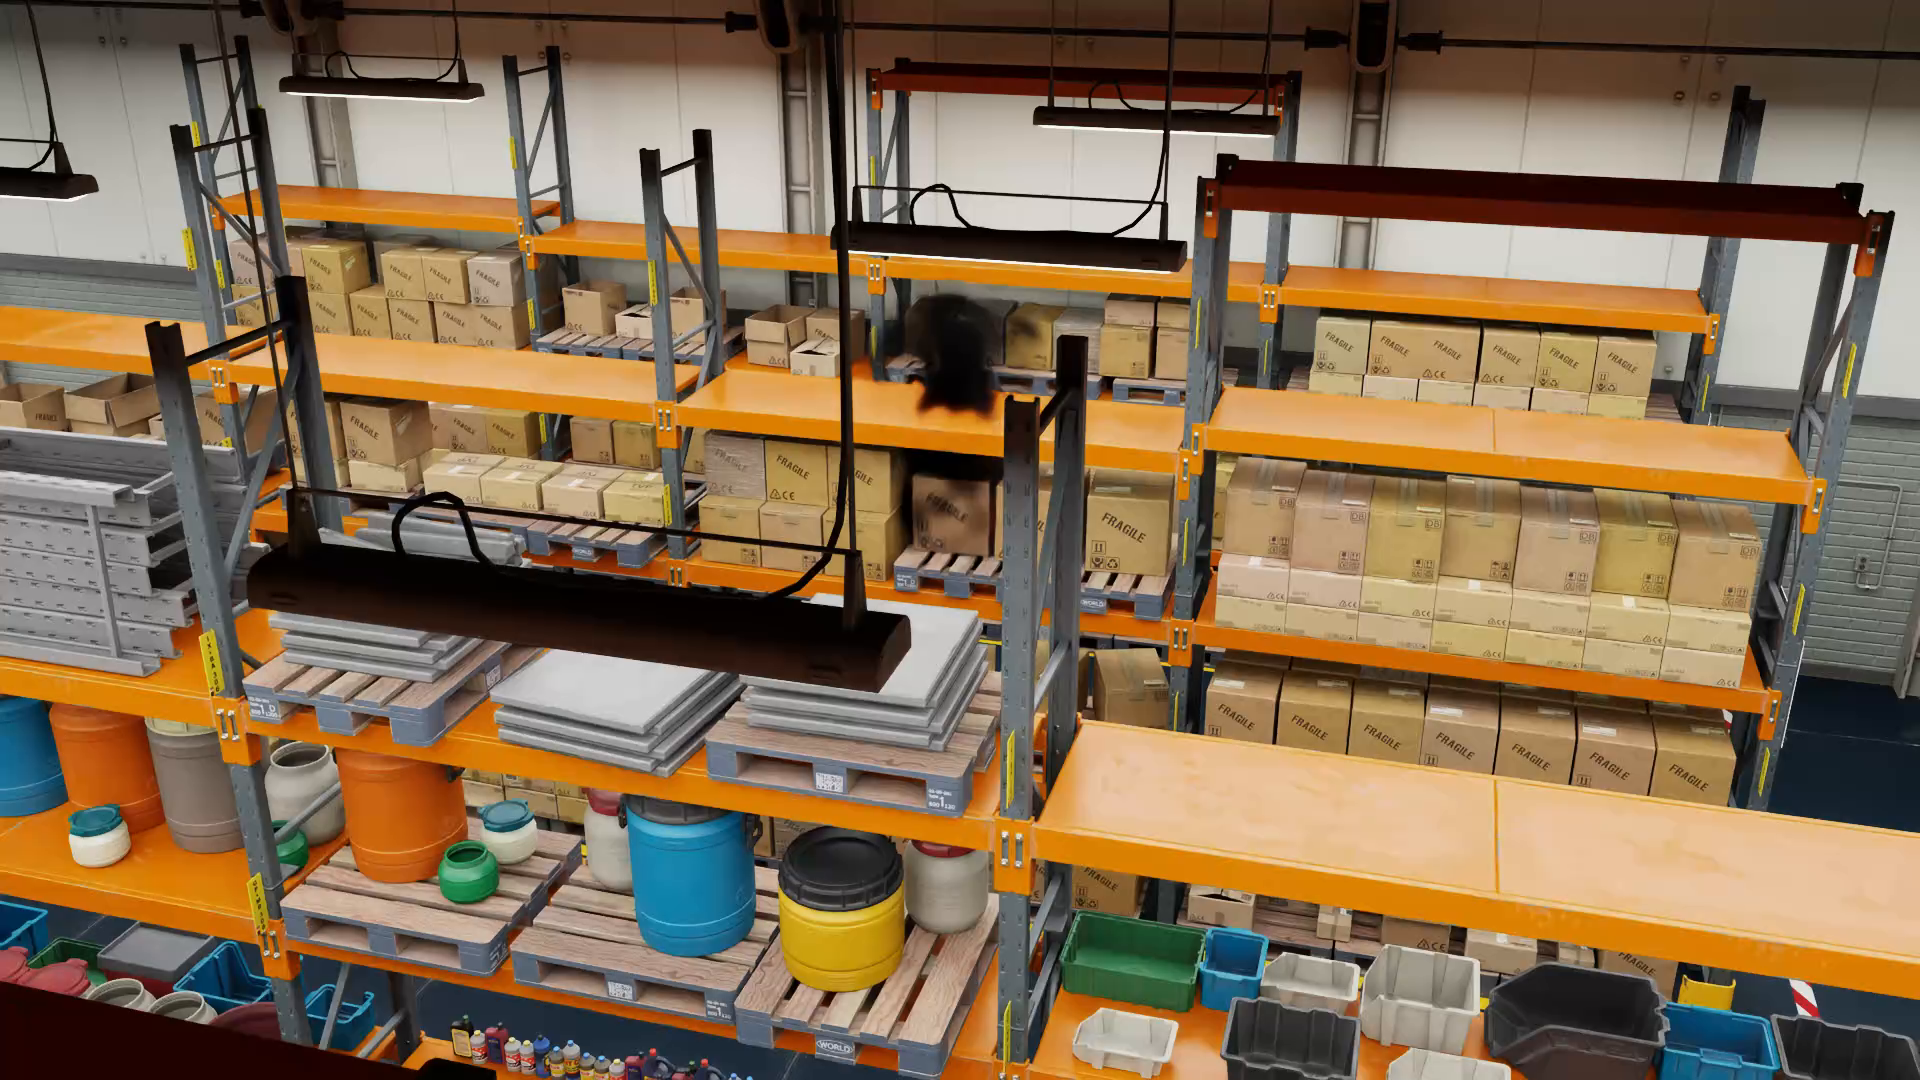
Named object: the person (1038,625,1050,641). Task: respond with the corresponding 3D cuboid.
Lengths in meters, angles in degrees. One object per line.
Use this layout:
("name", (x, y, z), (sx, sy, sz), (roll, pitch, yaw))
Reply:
("person", (0.763, 1.000, 16.465), (0.774, 1.468, 0.545), (-3, 23, -8))
